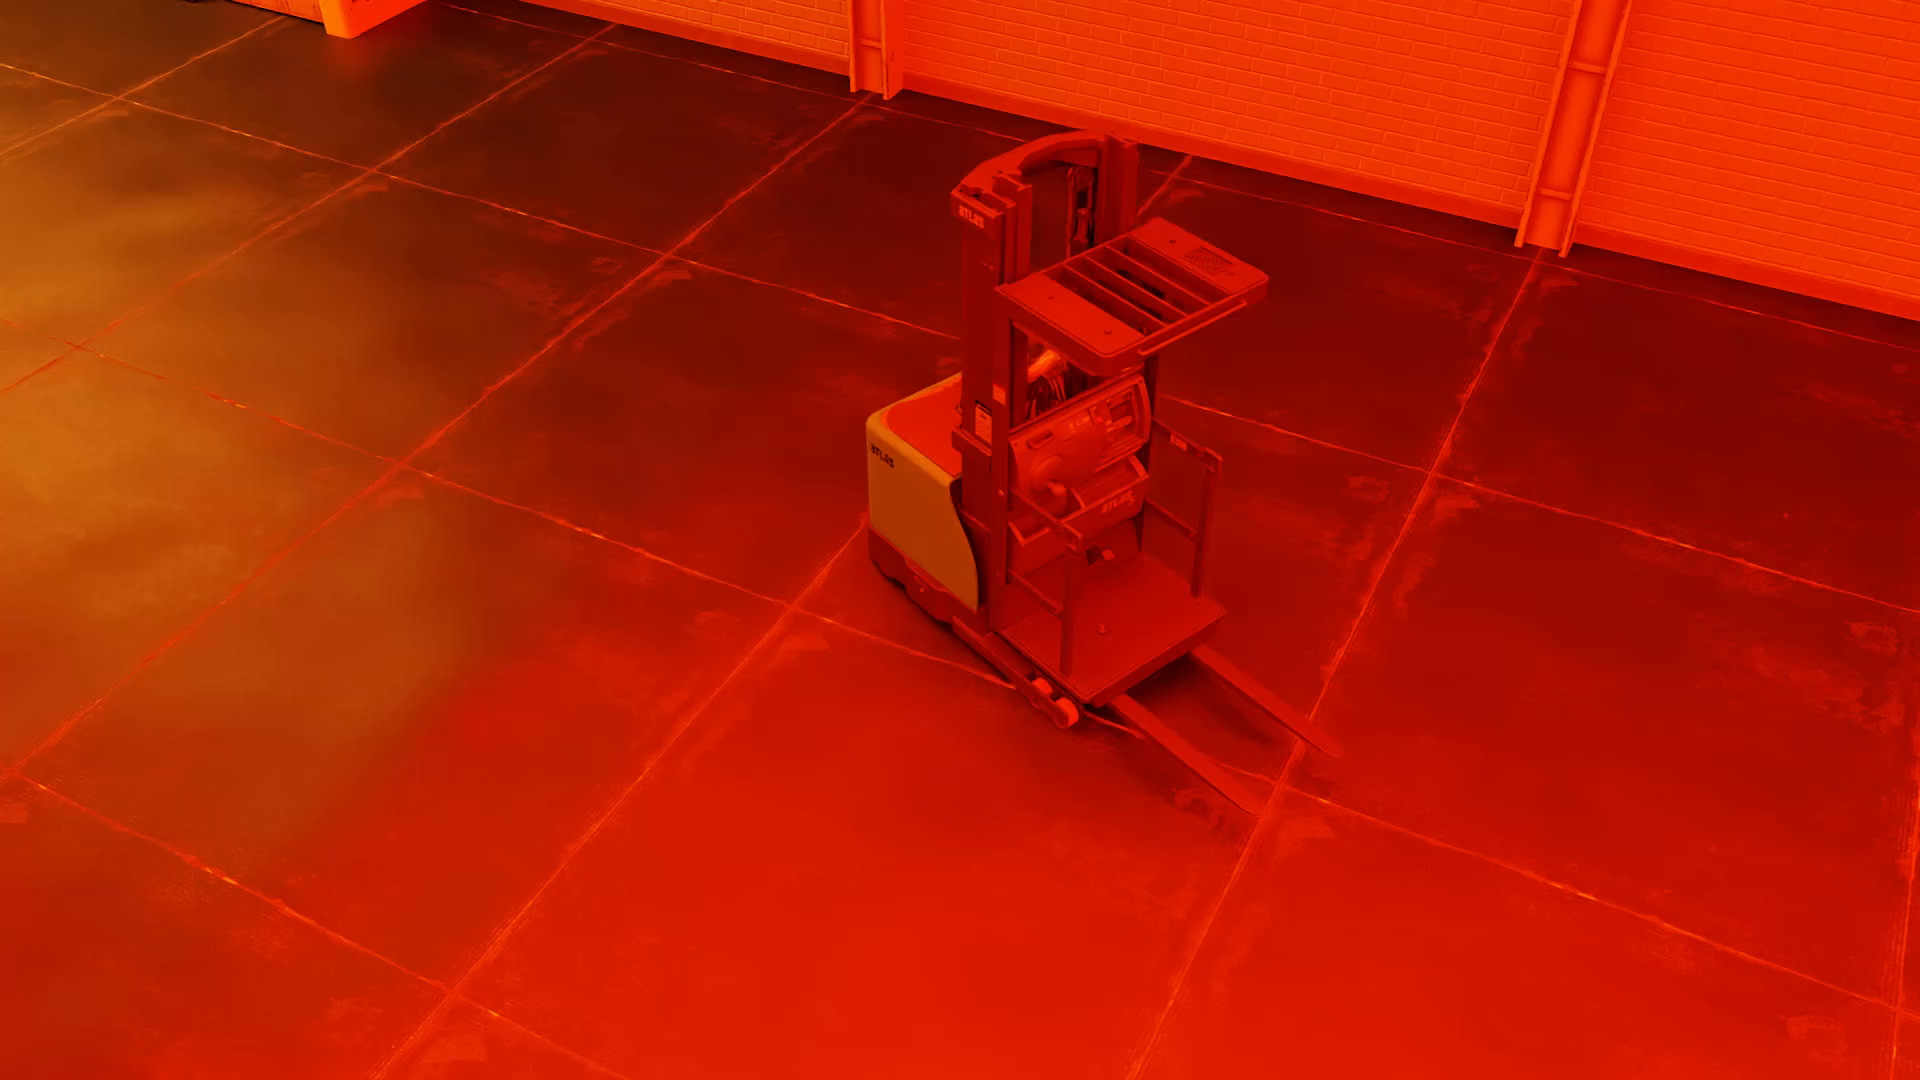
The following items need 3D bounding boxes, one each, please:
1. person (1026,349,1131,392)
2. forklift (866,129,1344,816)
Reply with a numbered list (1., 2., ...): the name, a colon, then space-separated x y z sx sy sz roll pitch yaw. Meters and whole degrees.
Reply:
1. person: 0.684 -0.588 9.886 0.728 1.461 0.820 8 41 9
2. forklift: 0.772 -0.466 8.540 1.130 2.935 3.031 -28 47 -29
